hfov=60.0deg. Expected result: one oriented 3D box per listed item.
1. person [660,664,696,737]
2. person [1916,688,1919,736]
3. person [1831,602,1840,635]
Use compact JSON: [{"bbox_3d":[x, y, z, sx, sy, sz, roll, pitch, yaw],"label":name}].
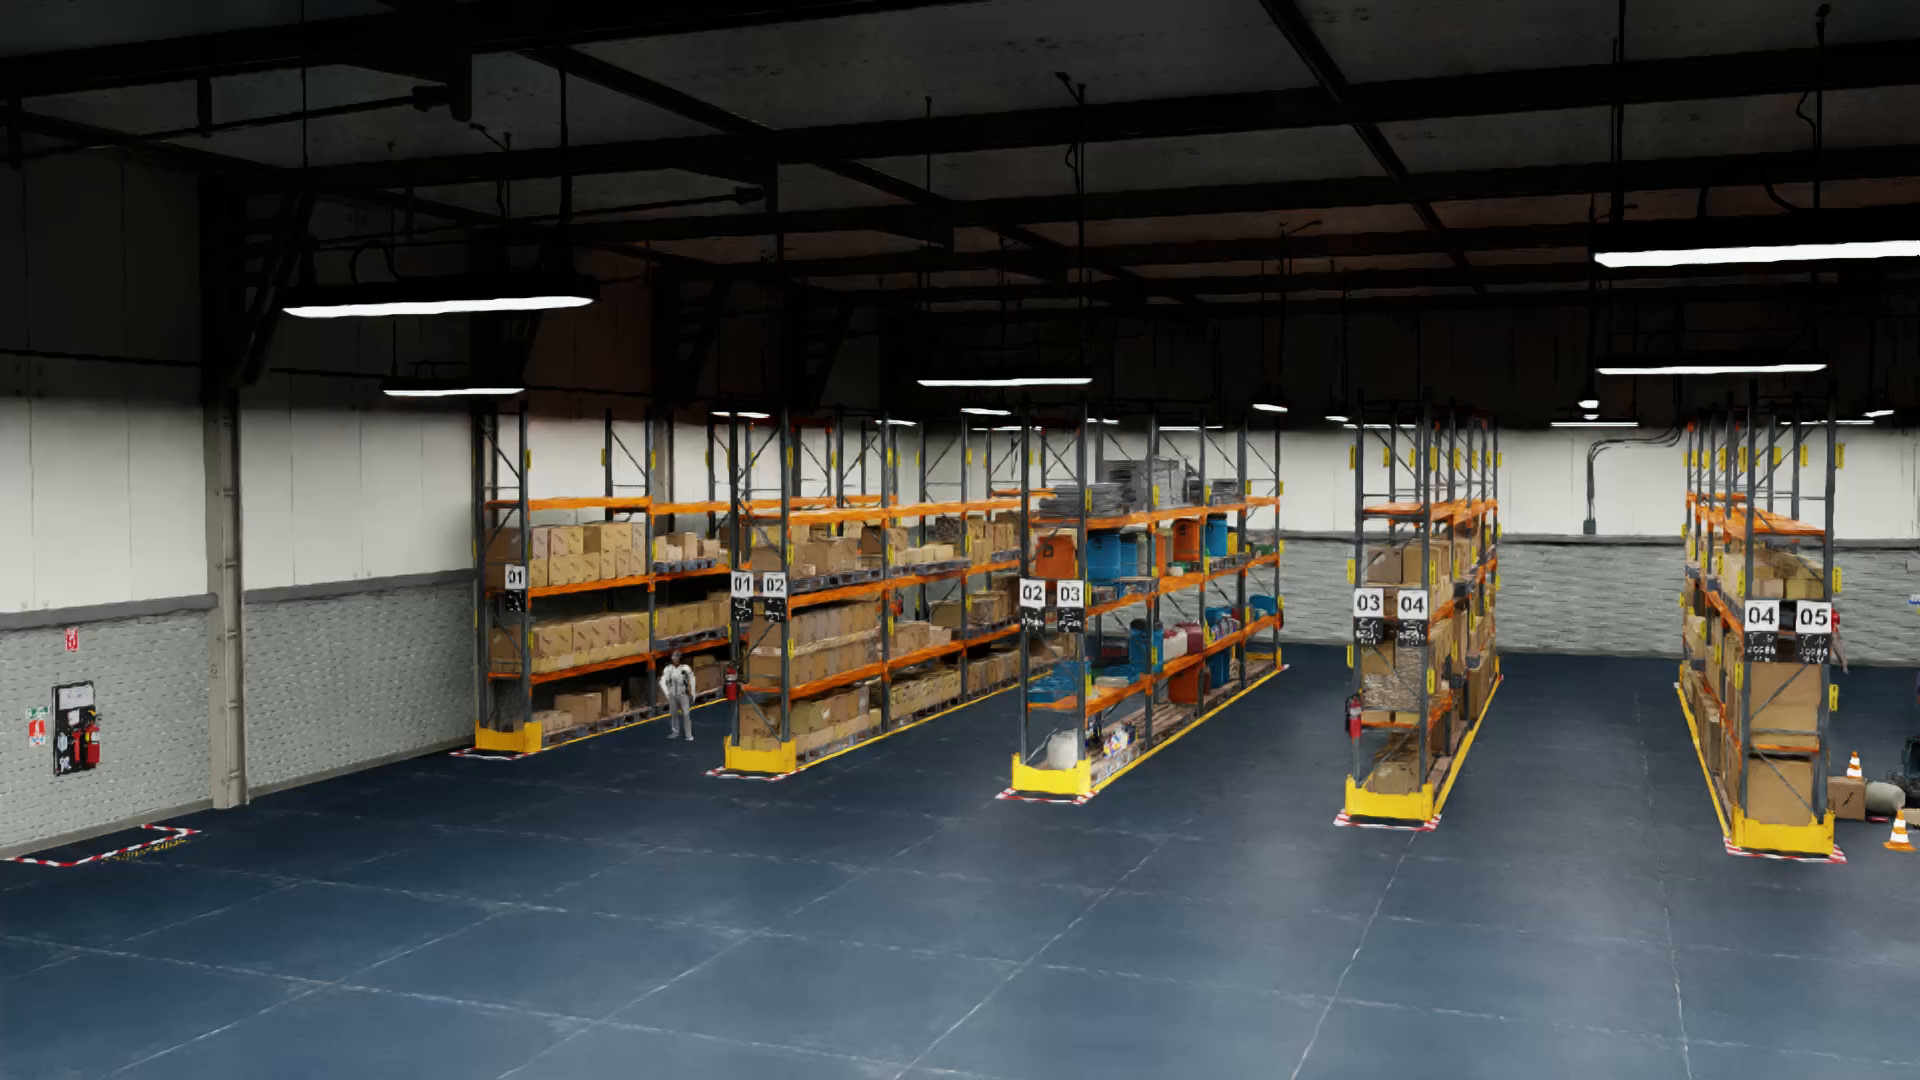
[{"bbox_3d":[-5.011,2.816,29.603,0.598,1.322,0.670,0,3,2],"label":"person"},{"bbox_3d":[17.000,3.024,29.172,0.405,0.976,0.414,3,4,44],"label":"person"},{"bbox_3d":[20.245,1.923,38.751,0.415,1.039,0.551,0,3,-7],"label":"person"}]
